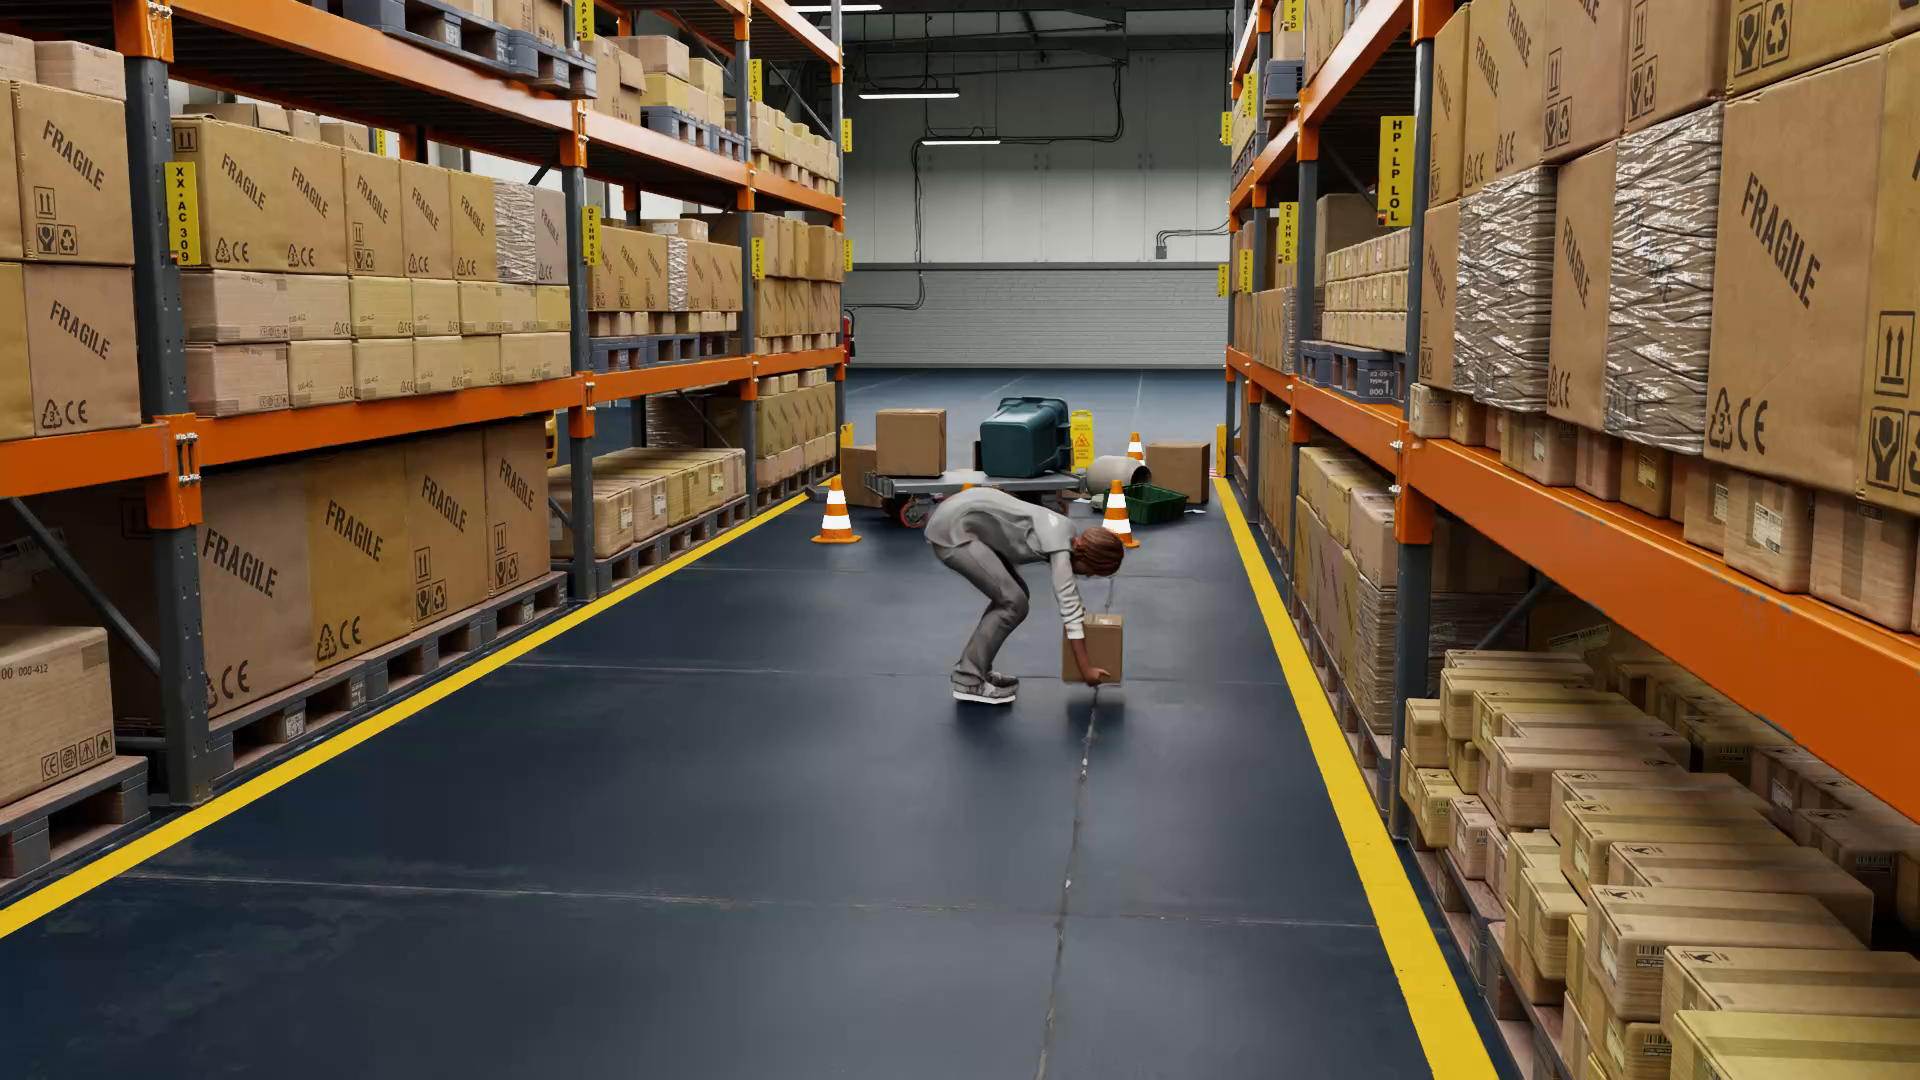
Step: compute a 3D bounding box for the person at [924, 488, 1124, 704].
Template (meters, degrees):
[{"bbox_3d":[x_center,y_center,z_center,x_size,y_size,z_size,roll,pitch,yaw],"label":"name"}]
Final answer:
[{"bbox_3d":[0.274,0.234,7.159,0.858,0.911,0.420,0,8,3],"label":"person"}]
